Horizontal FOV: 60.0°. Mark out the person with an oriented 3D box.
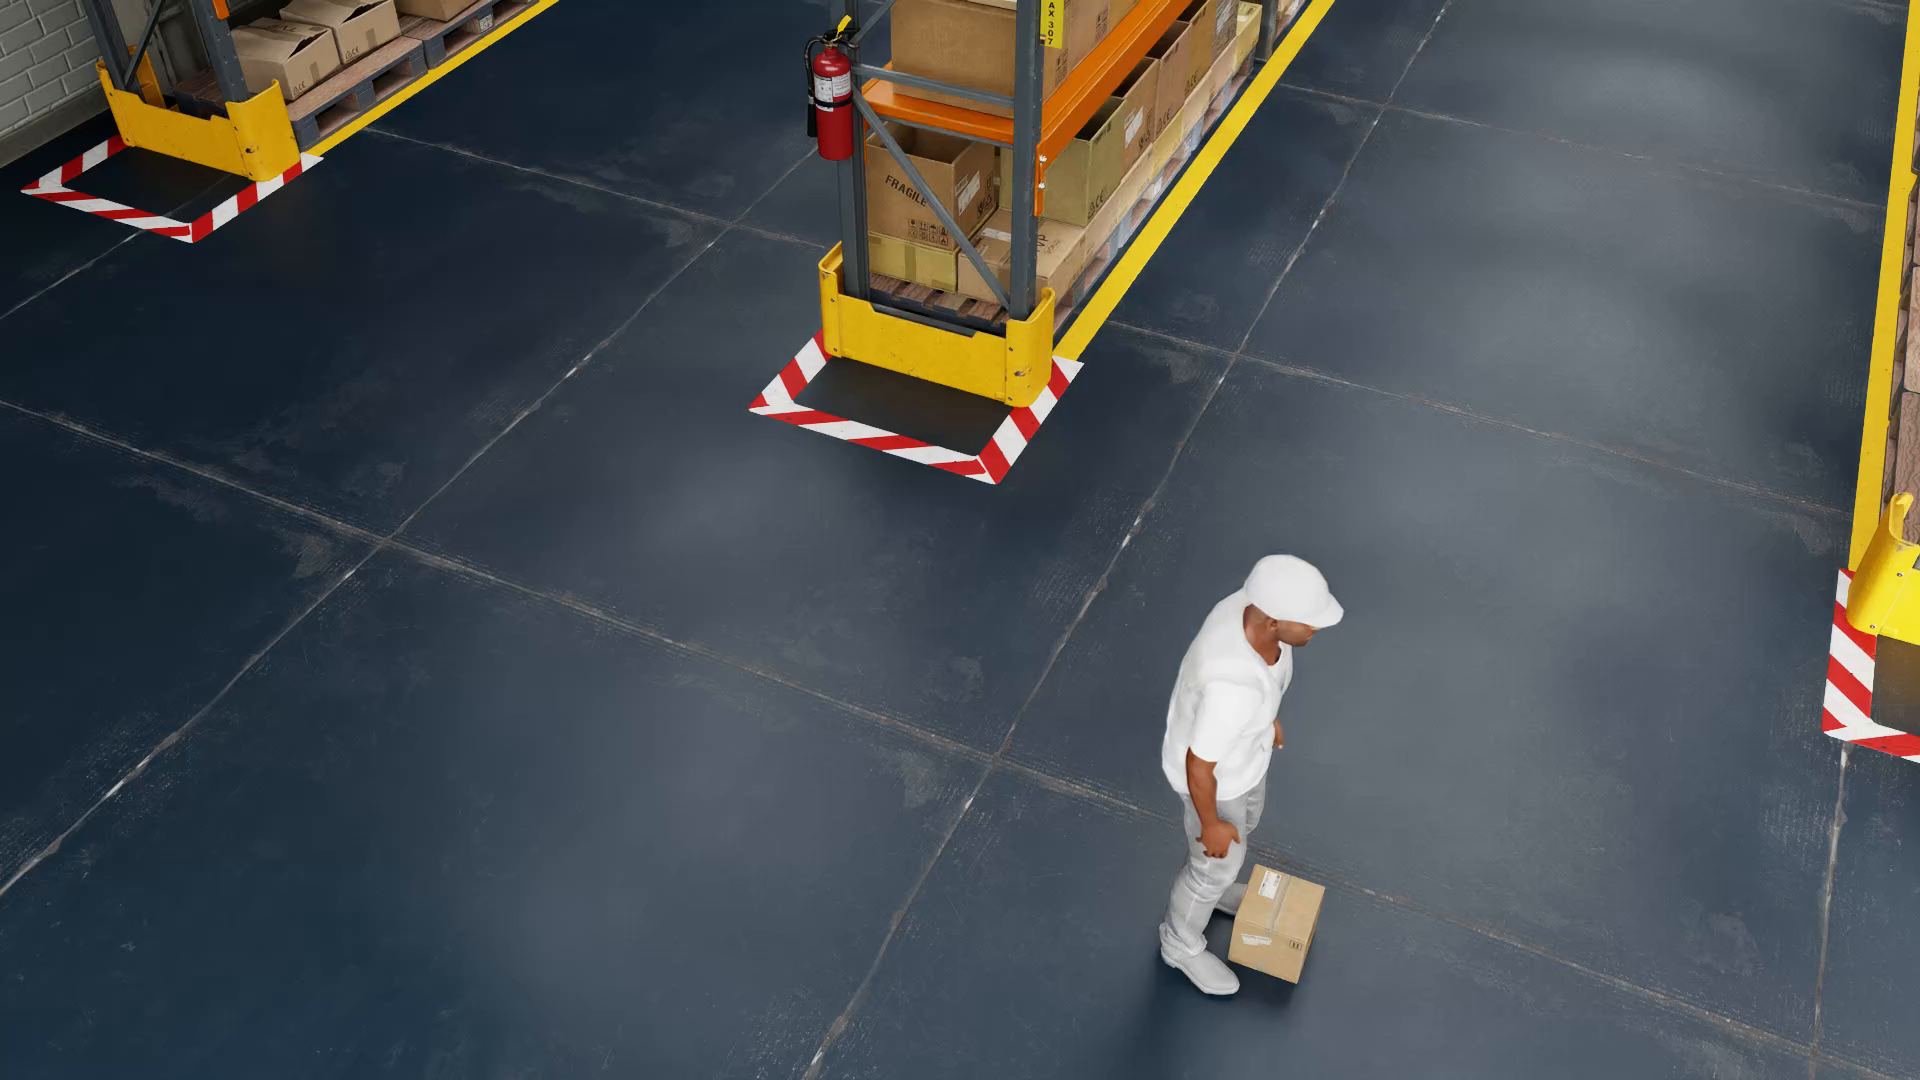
[{"bbox_3d":[0.886,0.718,5.344,0.456,1.758,0.627,18,45,19],"label":"person"}]
